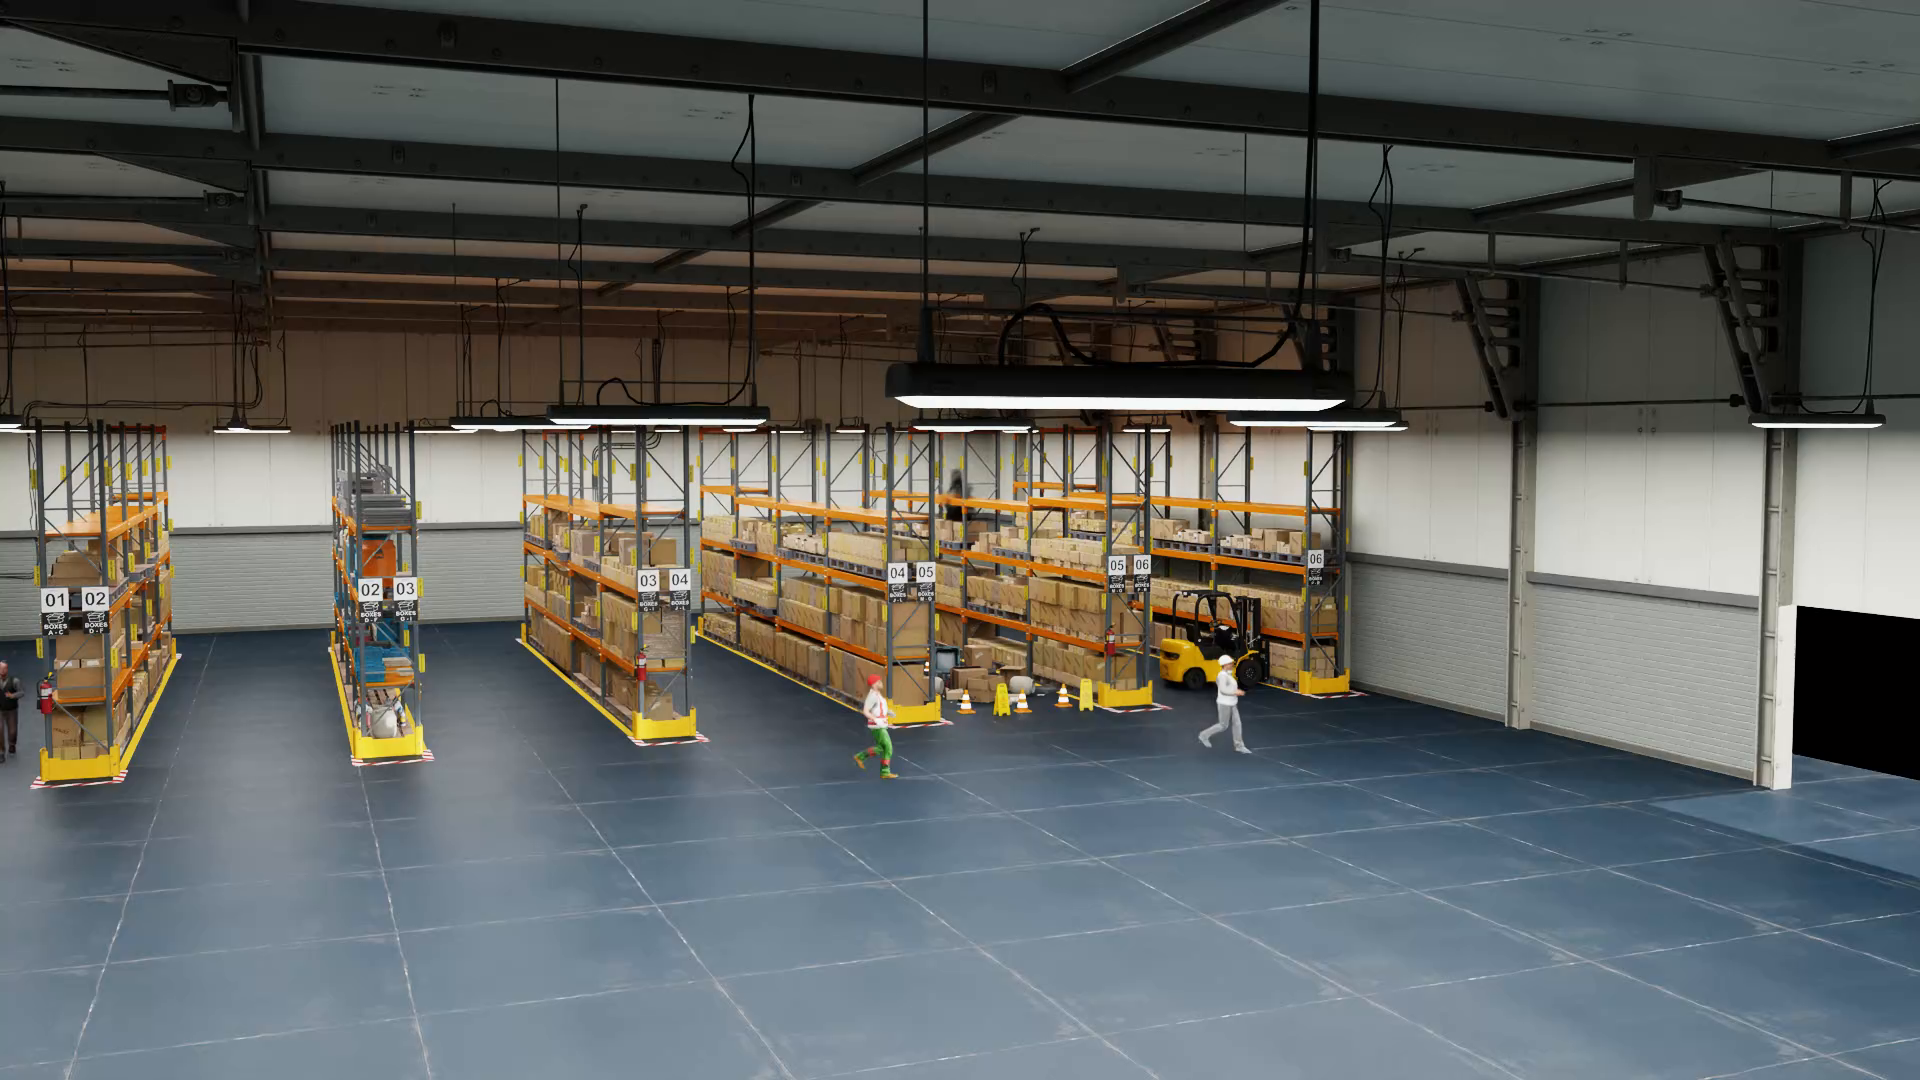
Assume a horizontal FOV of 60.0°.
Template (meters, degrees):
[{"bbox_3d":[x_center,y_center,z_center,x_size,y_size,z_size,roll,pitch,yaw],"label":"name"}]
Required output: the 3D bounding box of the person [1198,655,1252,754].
[{"bbox_3d":[4.781,2.958,29.940,0.960,1.779,0.661,1,4,20],"label":"person"}]

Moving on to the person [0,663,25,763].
[{"bbox_3d":[-16.856,3.015,29.240,0.578,1.700,0.944,-2,4,-29],"label":"person"}]

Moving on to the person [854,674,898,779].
[{"bbox_3d":[-1.413,3.115,27.761,0.780,1.747,0.663,0,4,7],"label":"person"}]

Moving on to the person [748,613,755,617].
[{"bbox_3d":[-6.197,1.857,49.307,0.702,1.616,0.524,2,4,30],"label":"person"}]
